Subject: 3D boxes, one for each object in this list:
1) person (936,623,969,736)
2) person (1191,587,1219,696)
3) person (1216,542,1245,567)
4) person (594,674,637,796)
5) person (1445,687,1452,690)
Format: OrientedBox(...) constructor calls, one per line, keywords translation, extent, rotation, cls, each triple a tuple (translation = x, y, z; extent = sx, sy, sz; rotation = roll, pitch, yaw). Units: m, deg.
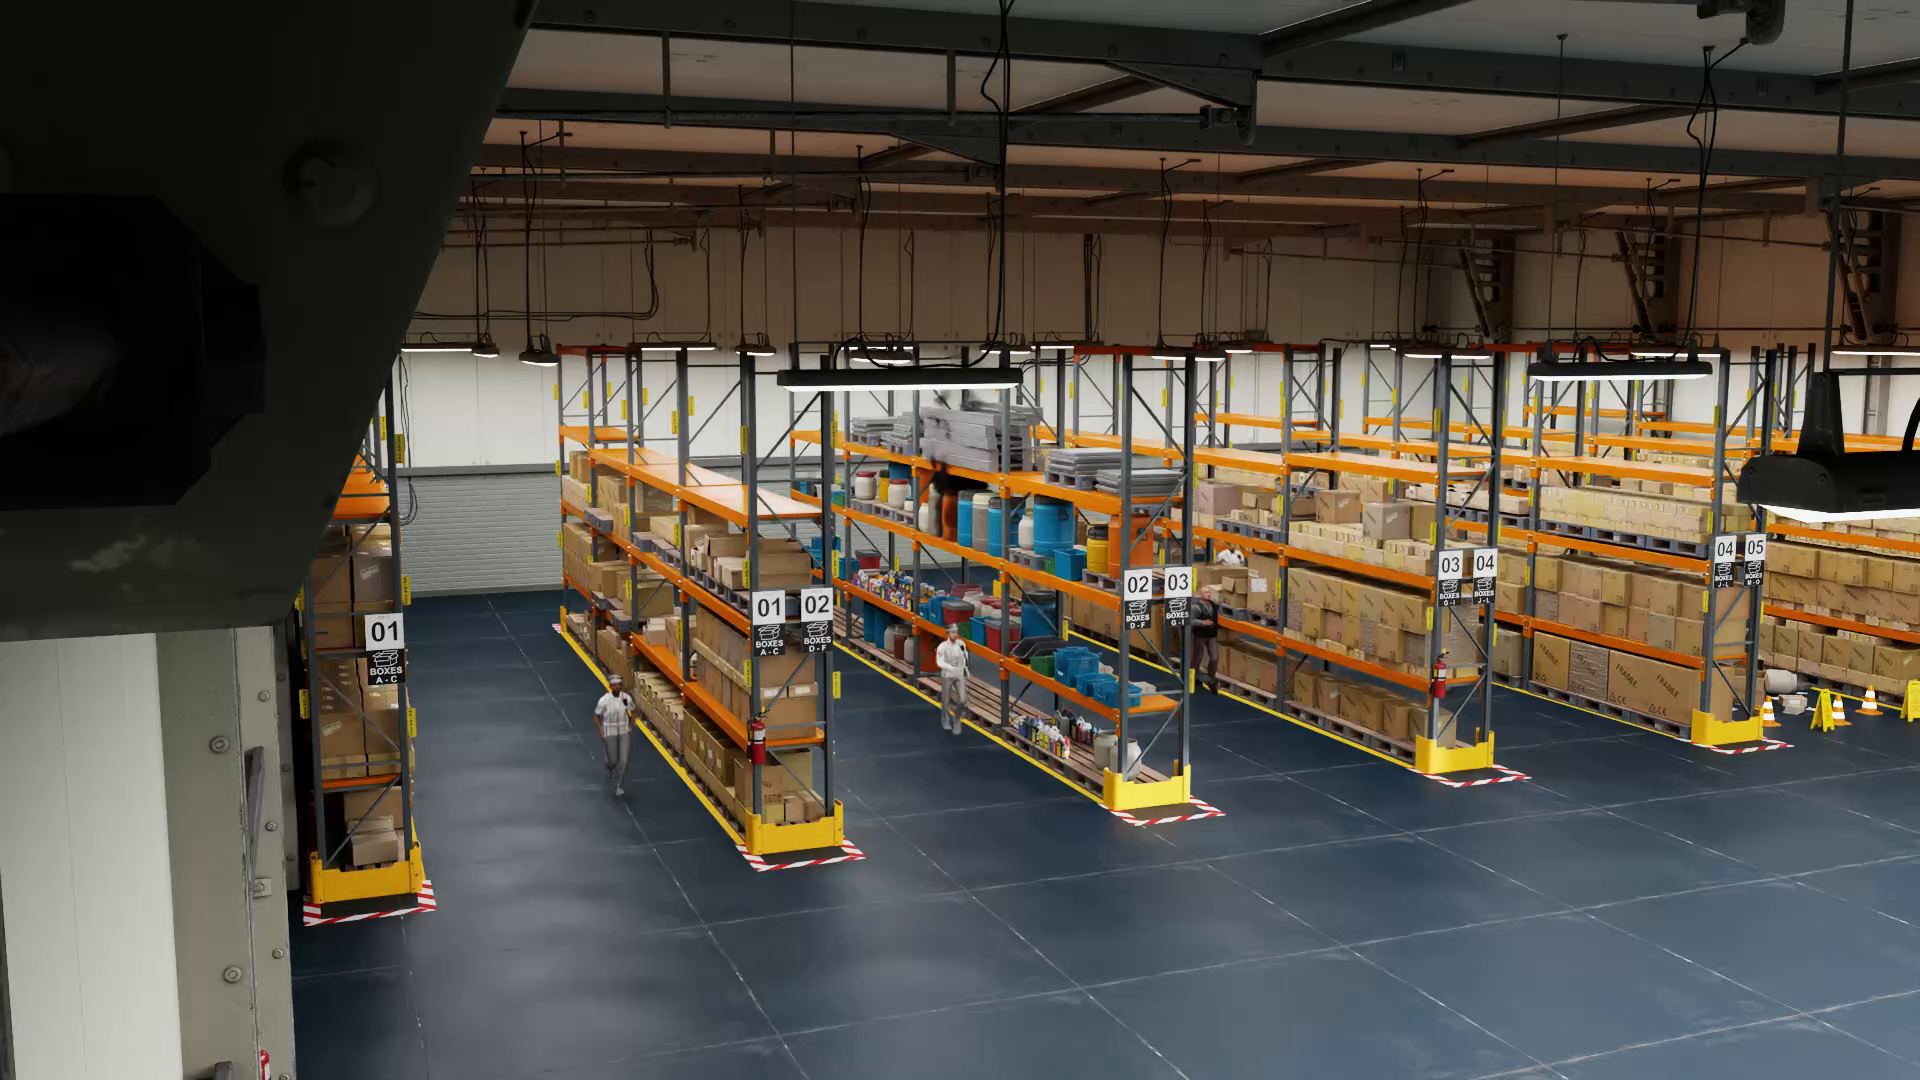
OrientedBox(translation=(-0.085, 2.077, 24.813), extent=(0.578, 1.725, 0.719), rotation=(-3, 8, -20), cls="person")
OrientedBox(translation=(4.117, 1.695, 27.835), extent=(0.635, 1.834, 0.726), rotation=(-3, 8, -23), cls="person")
OrientedBox(translation=(5.939, 0.837, 36.379), extent=(0.646, 1.805, 0.914), rotation=(-2, 8, -19), cls="person")
OrientedBox(translation=(-4.707, 2.638, 22.781), extent=(0.583, 1.664, 0.593), rotation=(-3, 8, -22), cls="person")
OrientedBox(translation=(8.582, 1.776, 29.049), extent=(0.661, 1.746, 0.572), rotation=(-3, 8, -21), cls="person")
